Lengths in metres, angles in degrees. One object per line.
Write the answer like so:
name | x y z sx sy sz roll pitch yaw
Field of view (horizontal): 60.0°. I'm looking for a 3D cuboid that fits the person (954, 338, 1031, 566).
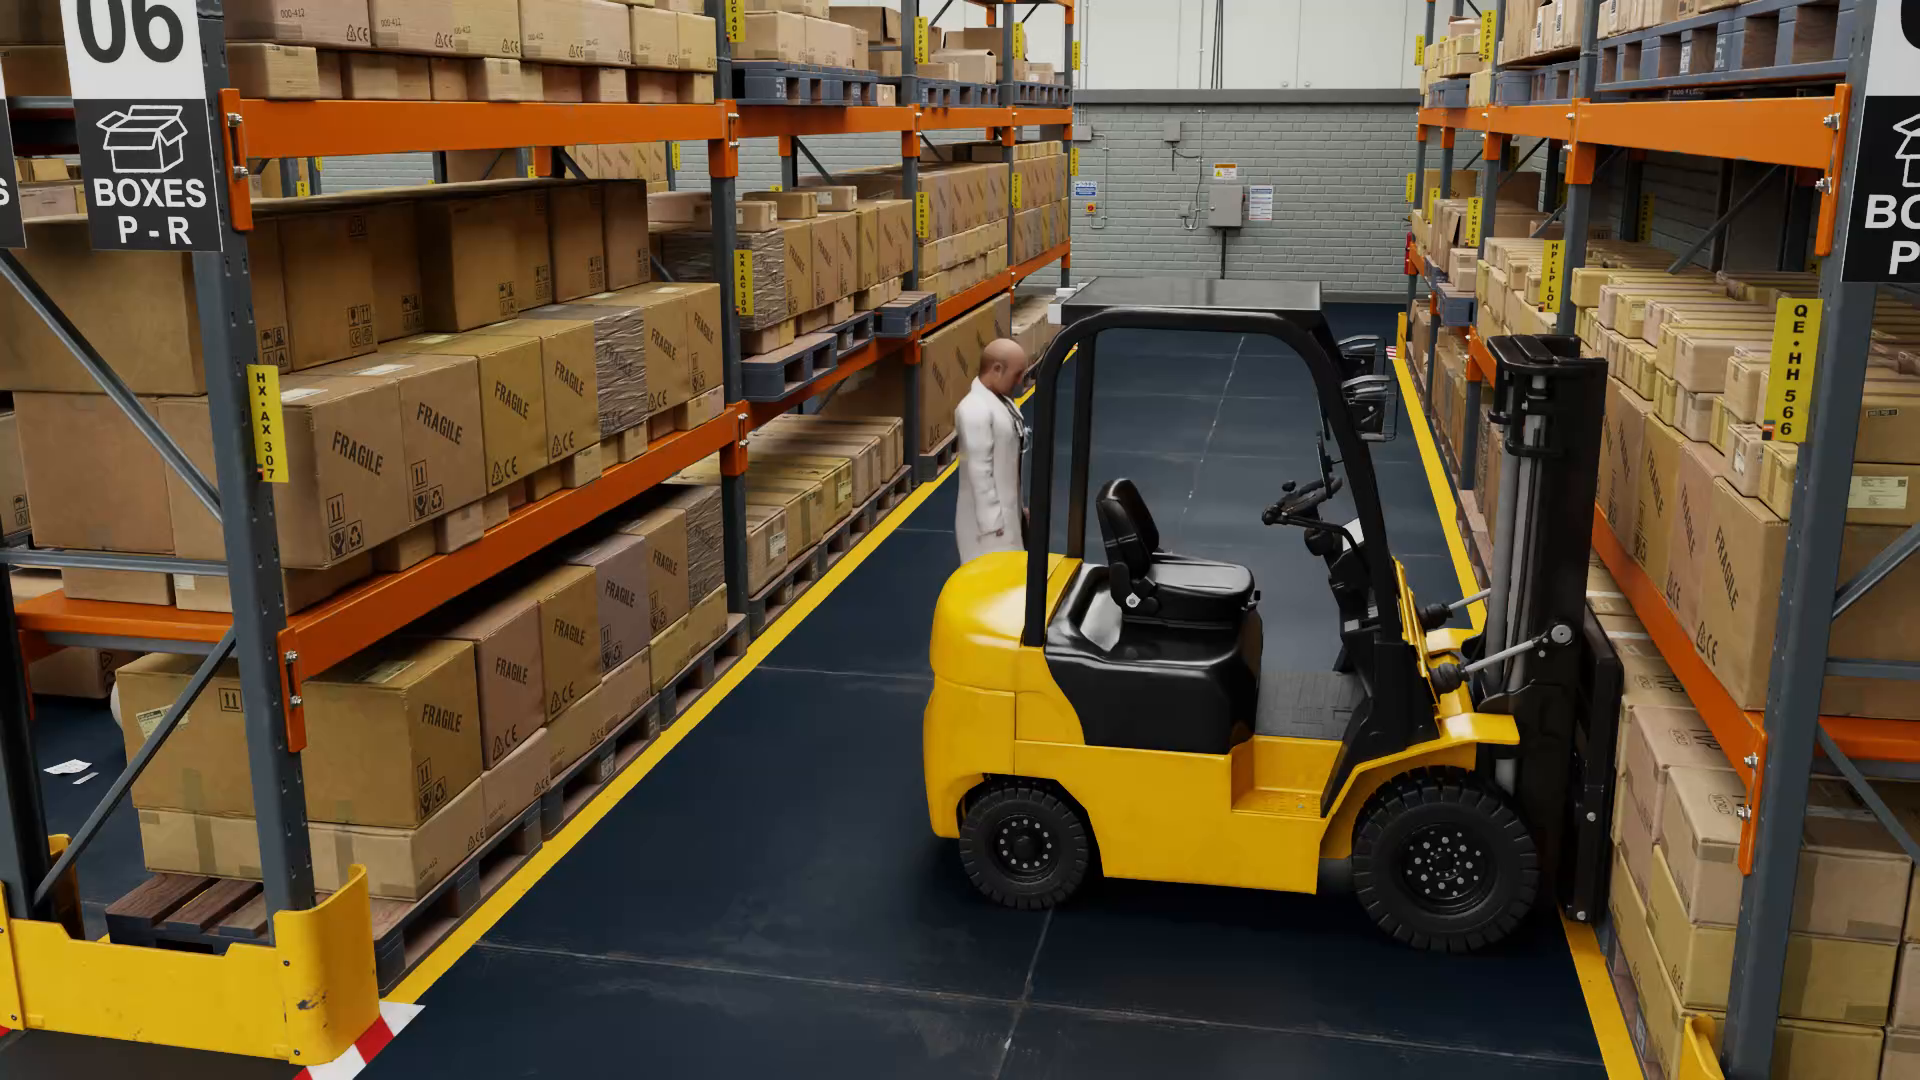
person | 0.176 -0.077 7.881 0.381 1.765 0.569 3 15 12
